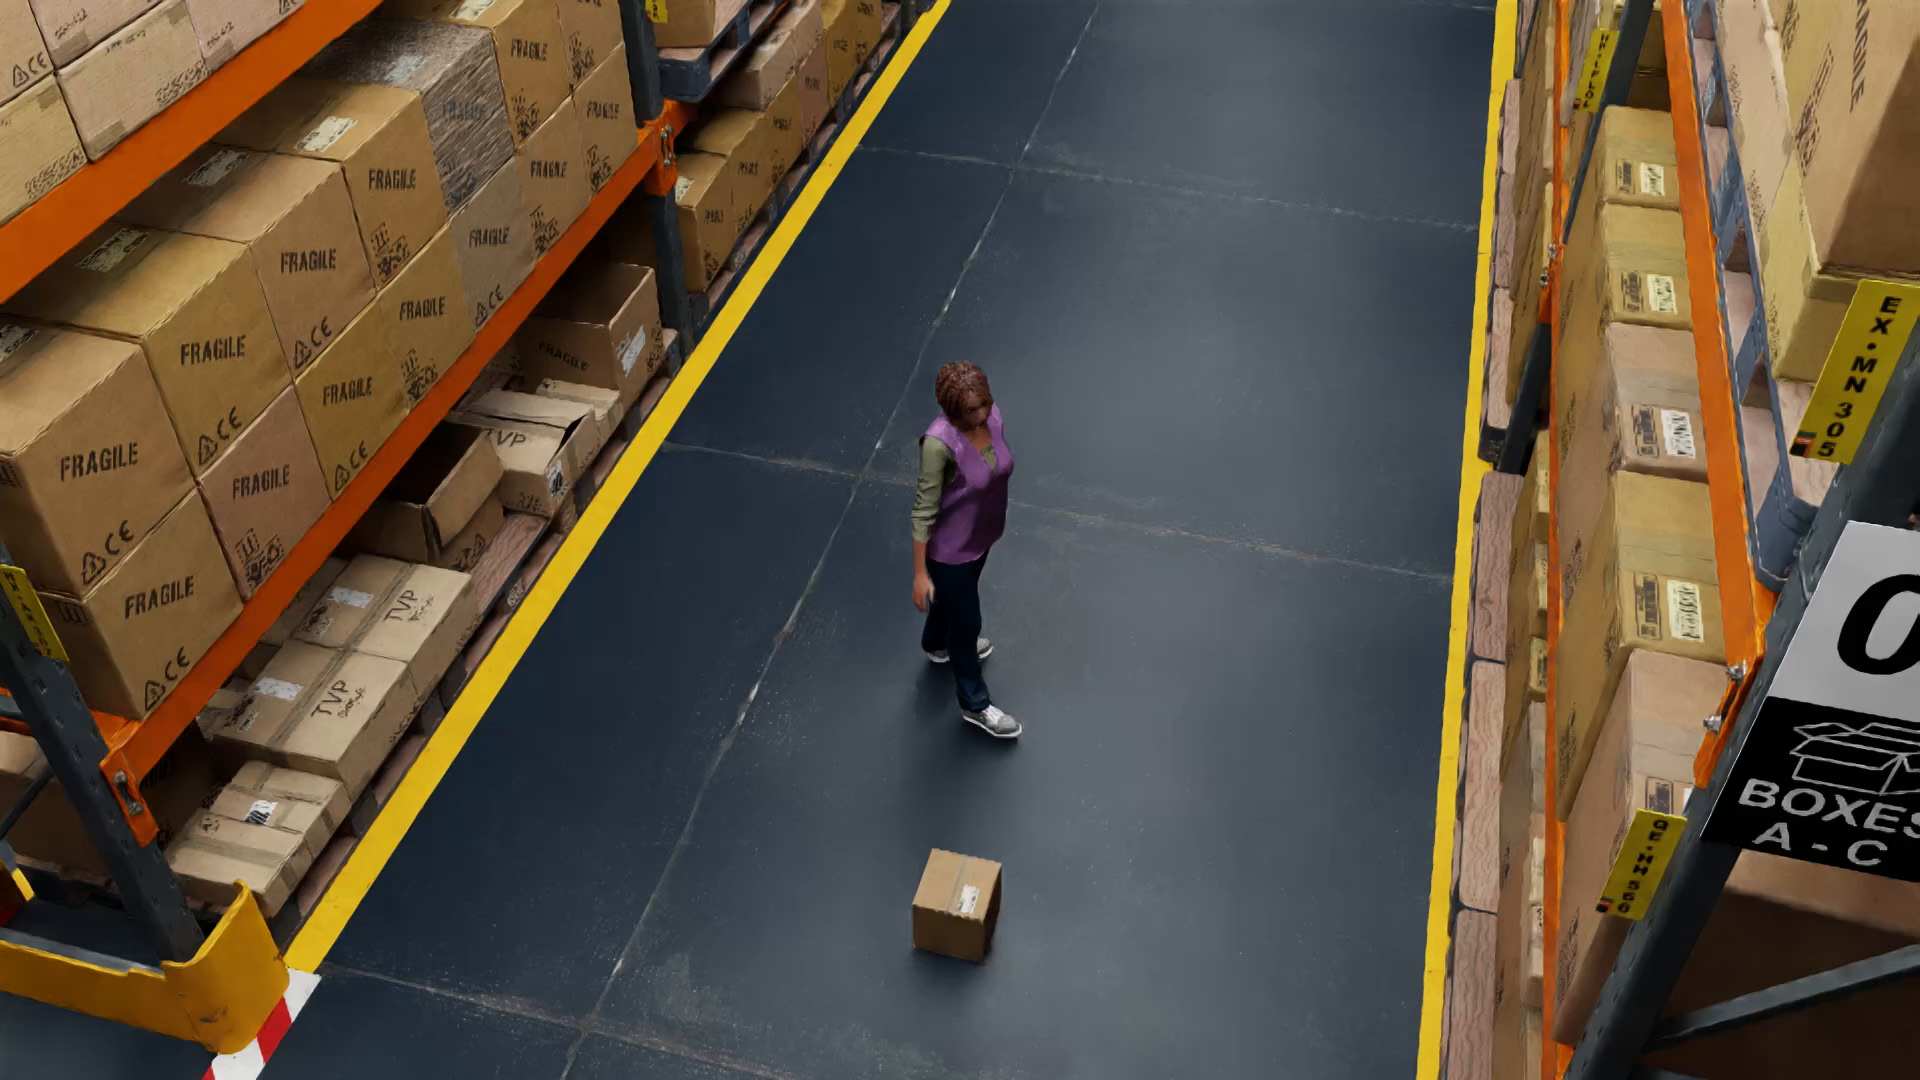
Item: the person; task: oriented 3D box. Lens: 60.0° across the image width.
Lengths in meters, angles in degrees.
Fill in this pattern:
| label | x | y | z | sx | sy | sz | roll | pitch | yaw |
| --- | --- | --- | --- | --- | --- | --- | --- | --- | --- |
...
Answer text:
| label | x | y | z | sx | sy | sz | roll | pitch | yaw |
| --- | --- | --- | --- | --- | --- | --- | --- | --- | --- |
| person | 0.040 | 0.040 | 6.103 | 0.572 | 1.576 | 0.604 | 23 | 46 | 24 |
